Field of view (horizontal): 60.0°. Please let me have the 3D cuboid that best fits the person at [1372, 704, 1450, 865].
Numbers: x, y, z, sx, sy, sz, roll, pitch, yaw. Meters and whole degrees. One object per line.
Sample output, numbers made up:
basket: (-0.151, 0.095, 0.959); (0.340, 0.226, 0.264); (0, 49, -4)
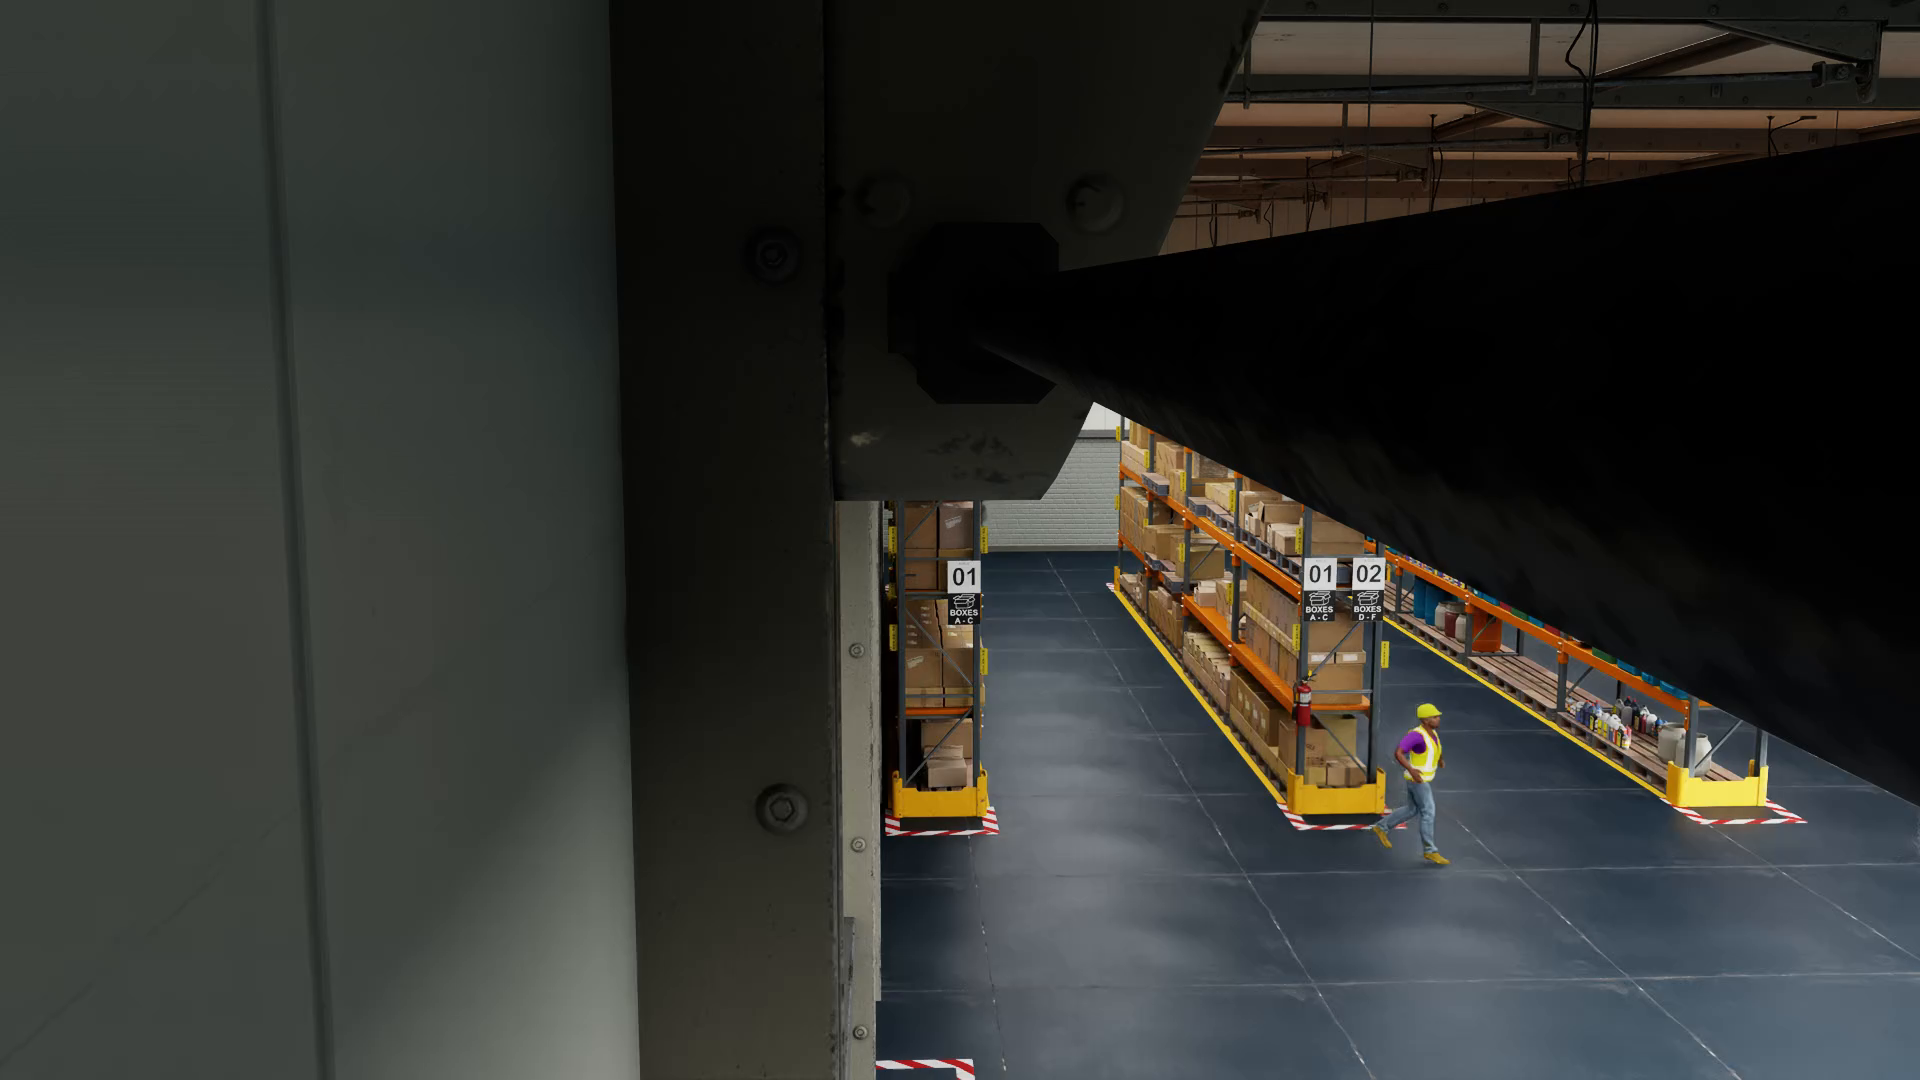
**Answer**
person: (5.210, 2.721, 18.981); (0.920, 1.769, 0.705); (4, 9, 28)
